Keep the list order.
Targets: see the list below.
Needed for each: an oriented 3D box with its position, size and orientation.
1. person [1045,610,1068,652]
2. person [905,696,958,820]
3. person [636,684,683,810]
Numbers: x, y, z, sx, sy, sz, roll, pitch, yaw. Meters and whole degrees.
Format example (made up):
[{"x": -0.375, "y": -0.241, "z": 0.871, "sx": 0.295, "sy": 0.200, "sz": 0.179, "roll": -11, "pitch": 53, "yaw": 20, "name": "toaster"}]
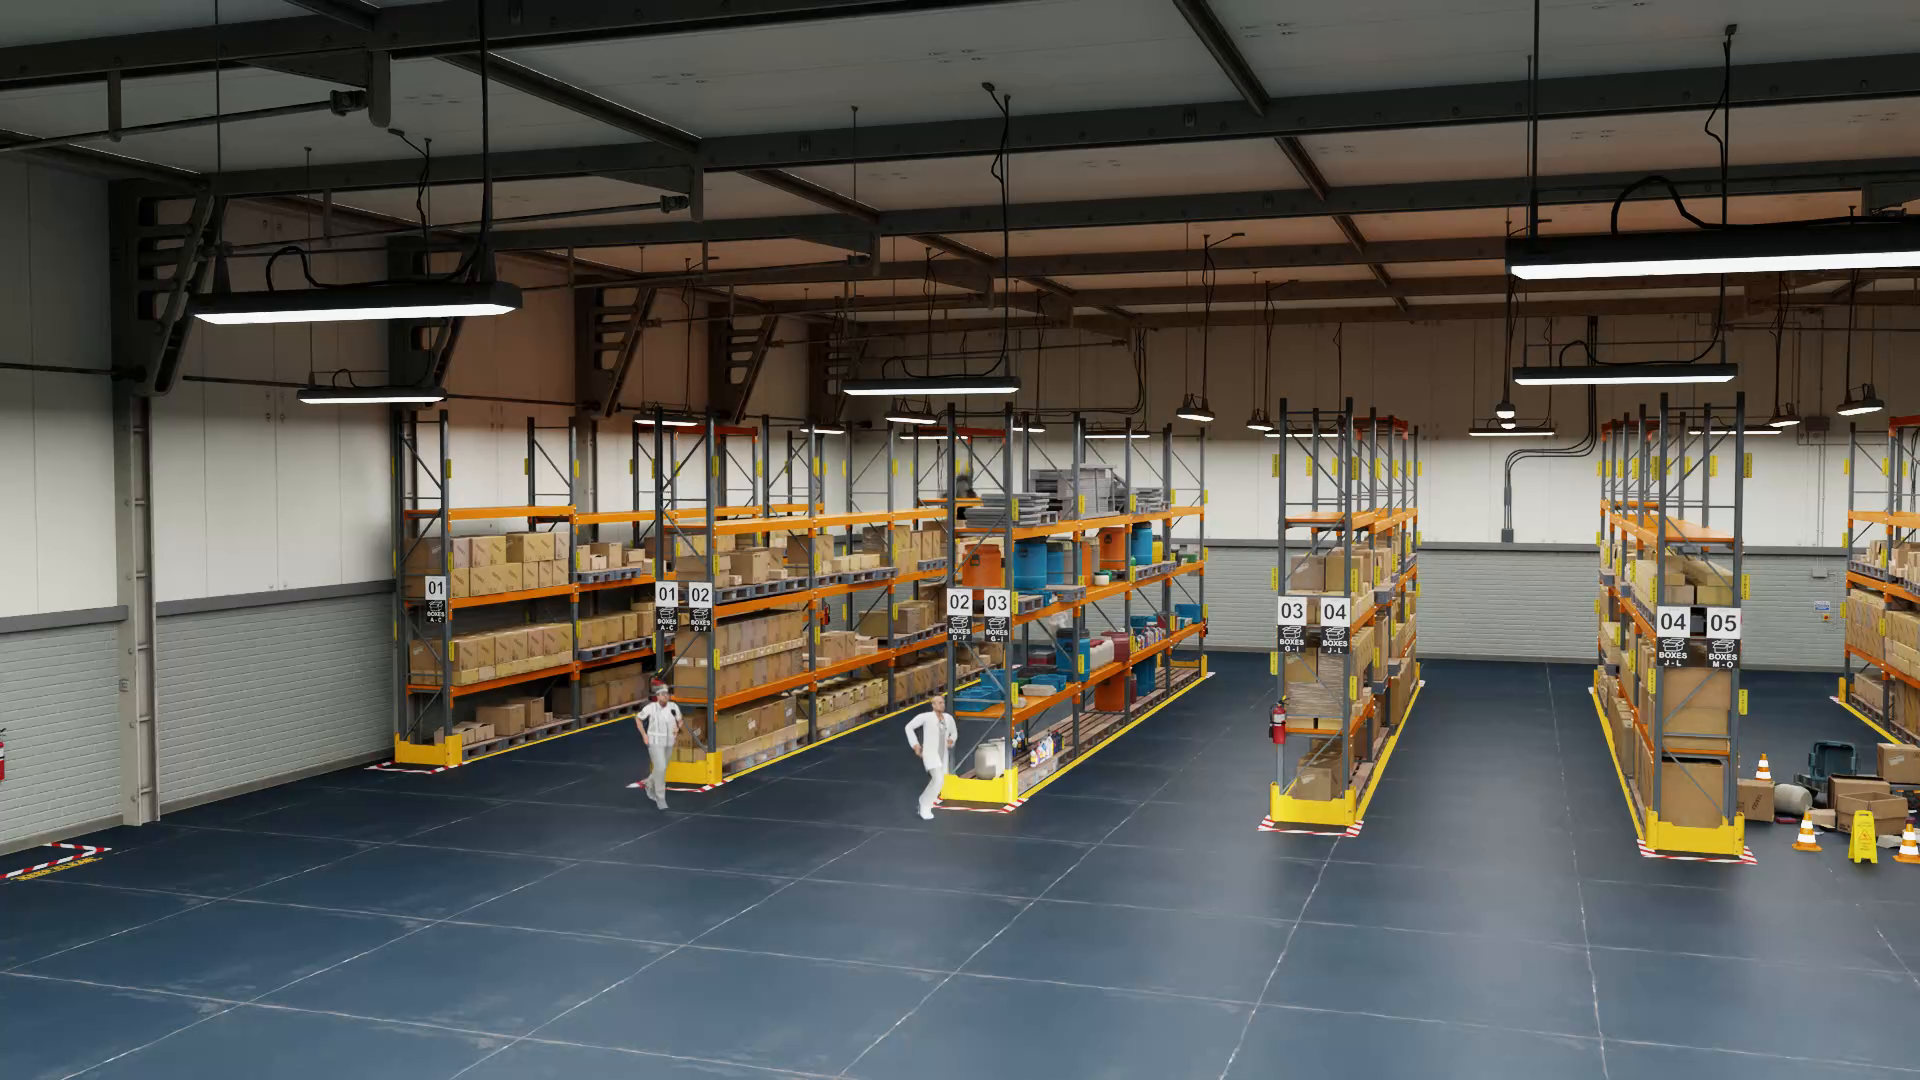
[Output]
[{"x": 2.356, "y": 2.089, "z": 41.118, "sx": 0.695, "sy": 1.770, "sz": 0.931, "roll": 0, "pitch": 2, "yaw": -11, "name": "person"}, {"x": -0.338, "y": 3.111, "z": 23.824, "sx": 0.717, "sy": 1.749, "sz": 0.610, "roll": -2, "pitch": 3, "yaw": -40, "name": "person"}, {"x": -4.464, "y": 3.058, "z": 24.834, "sx": 0.671, "sy": 1.826, "sz": 0.849, "roll": -2, "pitch": 3, "yaw": -42, "name": "person"}]
